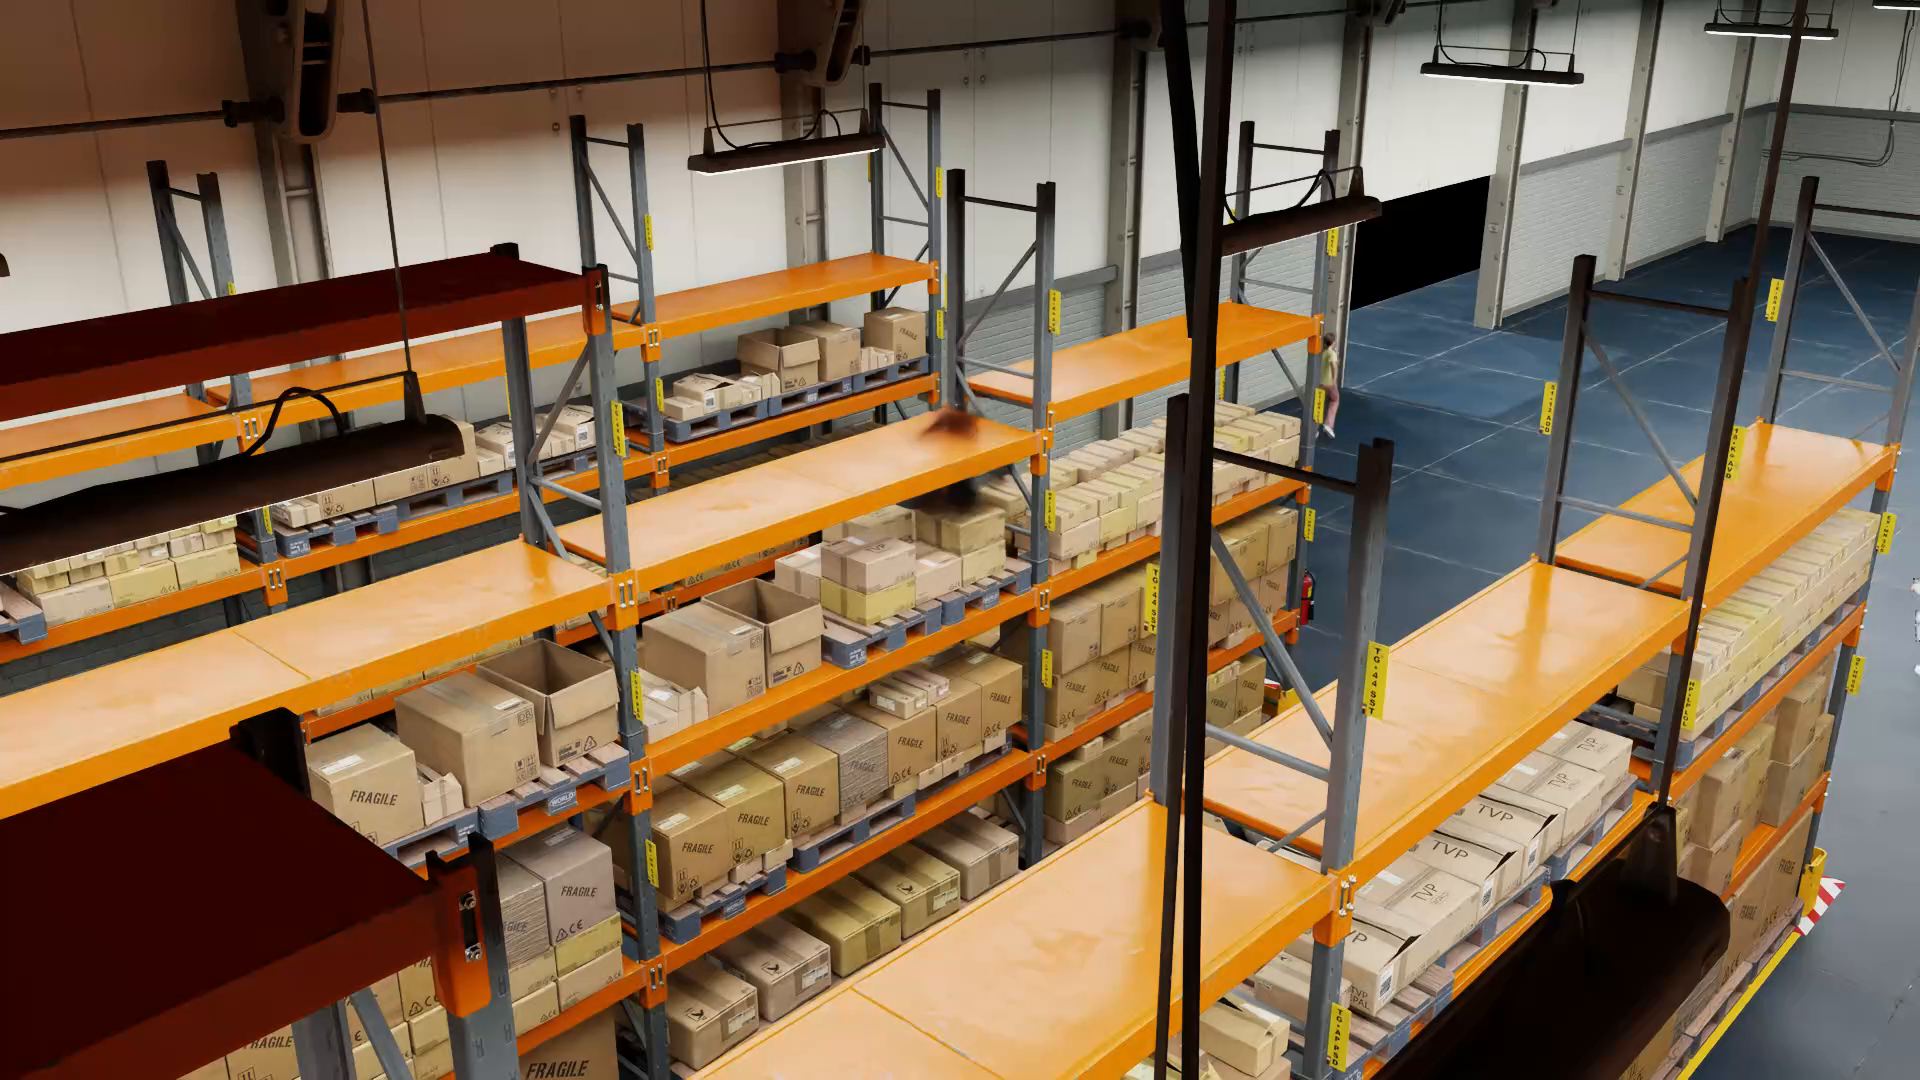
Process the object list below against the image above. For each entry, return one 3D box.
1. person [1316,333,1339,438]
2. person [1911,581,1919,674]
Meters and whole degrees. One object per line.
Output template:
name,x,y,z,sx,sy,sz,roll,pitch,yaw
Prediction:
person,5.658,-2.394,25.895,0.572,1.697,0.706,16,26,35
person,10.610,0.672,17.923,0.698,1.726,0.669,-5,22,-11
